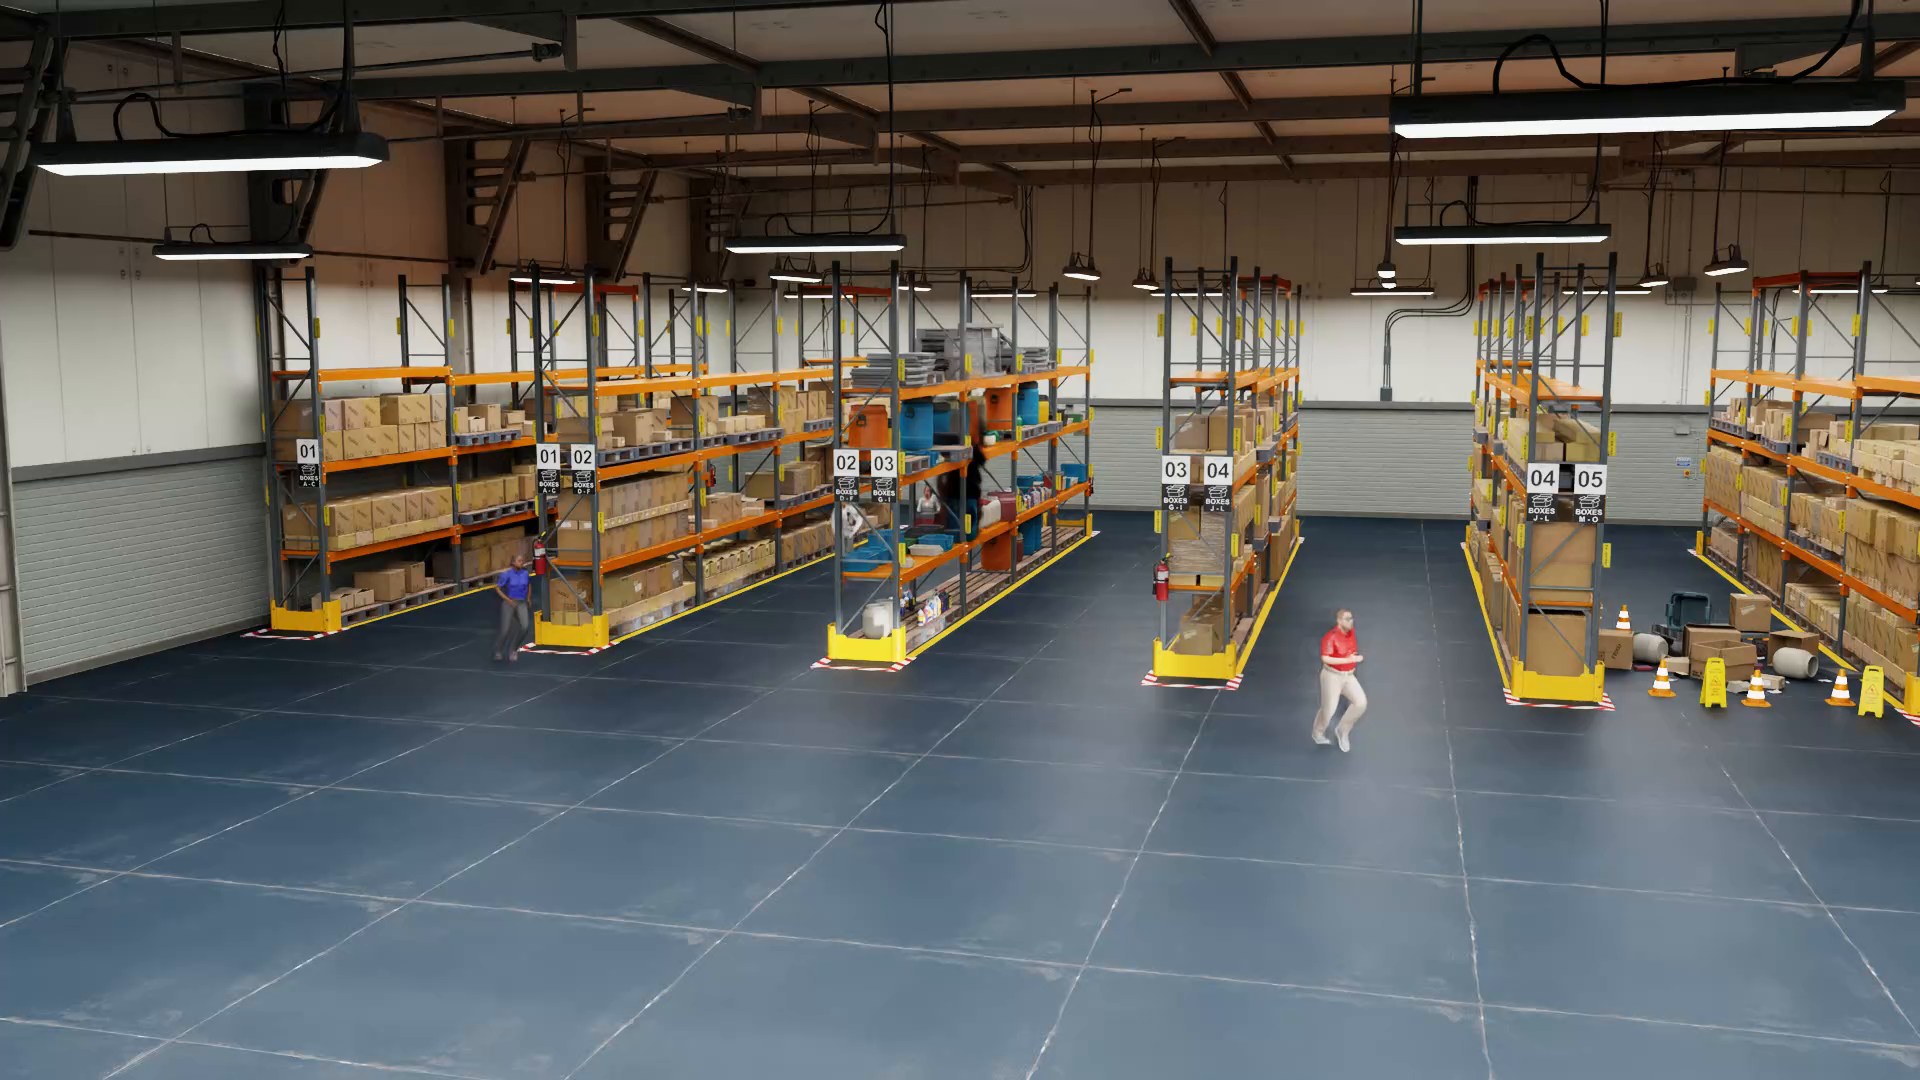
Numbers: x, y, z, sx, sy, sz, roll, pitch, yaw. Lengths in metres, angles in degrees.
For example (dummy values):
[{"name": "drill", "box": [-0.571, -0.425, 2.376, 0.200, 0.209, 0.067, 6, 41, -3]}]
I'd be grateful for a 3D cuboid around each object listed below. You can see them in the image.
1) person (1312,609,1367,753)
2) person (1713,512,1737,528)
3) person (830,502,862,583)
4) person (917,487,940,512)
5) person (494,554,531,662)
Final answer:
[{"name": "person", "box": [4.504, 1.663, 19.731, 0.693, 1.725, 0.832, -5, 9, -33]}, {"name": "person", "box": [17.500, -0.680, 37.906, 0.833, 1.769, 0.691, 6, 9, 40]}, {"name": "person", "box": [-2.164, -0.071, 31.333, 0.643, 1.680, 0.671, 1, 7, 12]}, {"name": "person", "box": [-0.695, -0.421, 36.791, 0.522, 1.554, 0.598, 1, 7, 6]}, {"name": "person", "box": [-6.718, 1.016, 25.171, 0.632, 1.620, 0.636, -6, 9, -38]}]
